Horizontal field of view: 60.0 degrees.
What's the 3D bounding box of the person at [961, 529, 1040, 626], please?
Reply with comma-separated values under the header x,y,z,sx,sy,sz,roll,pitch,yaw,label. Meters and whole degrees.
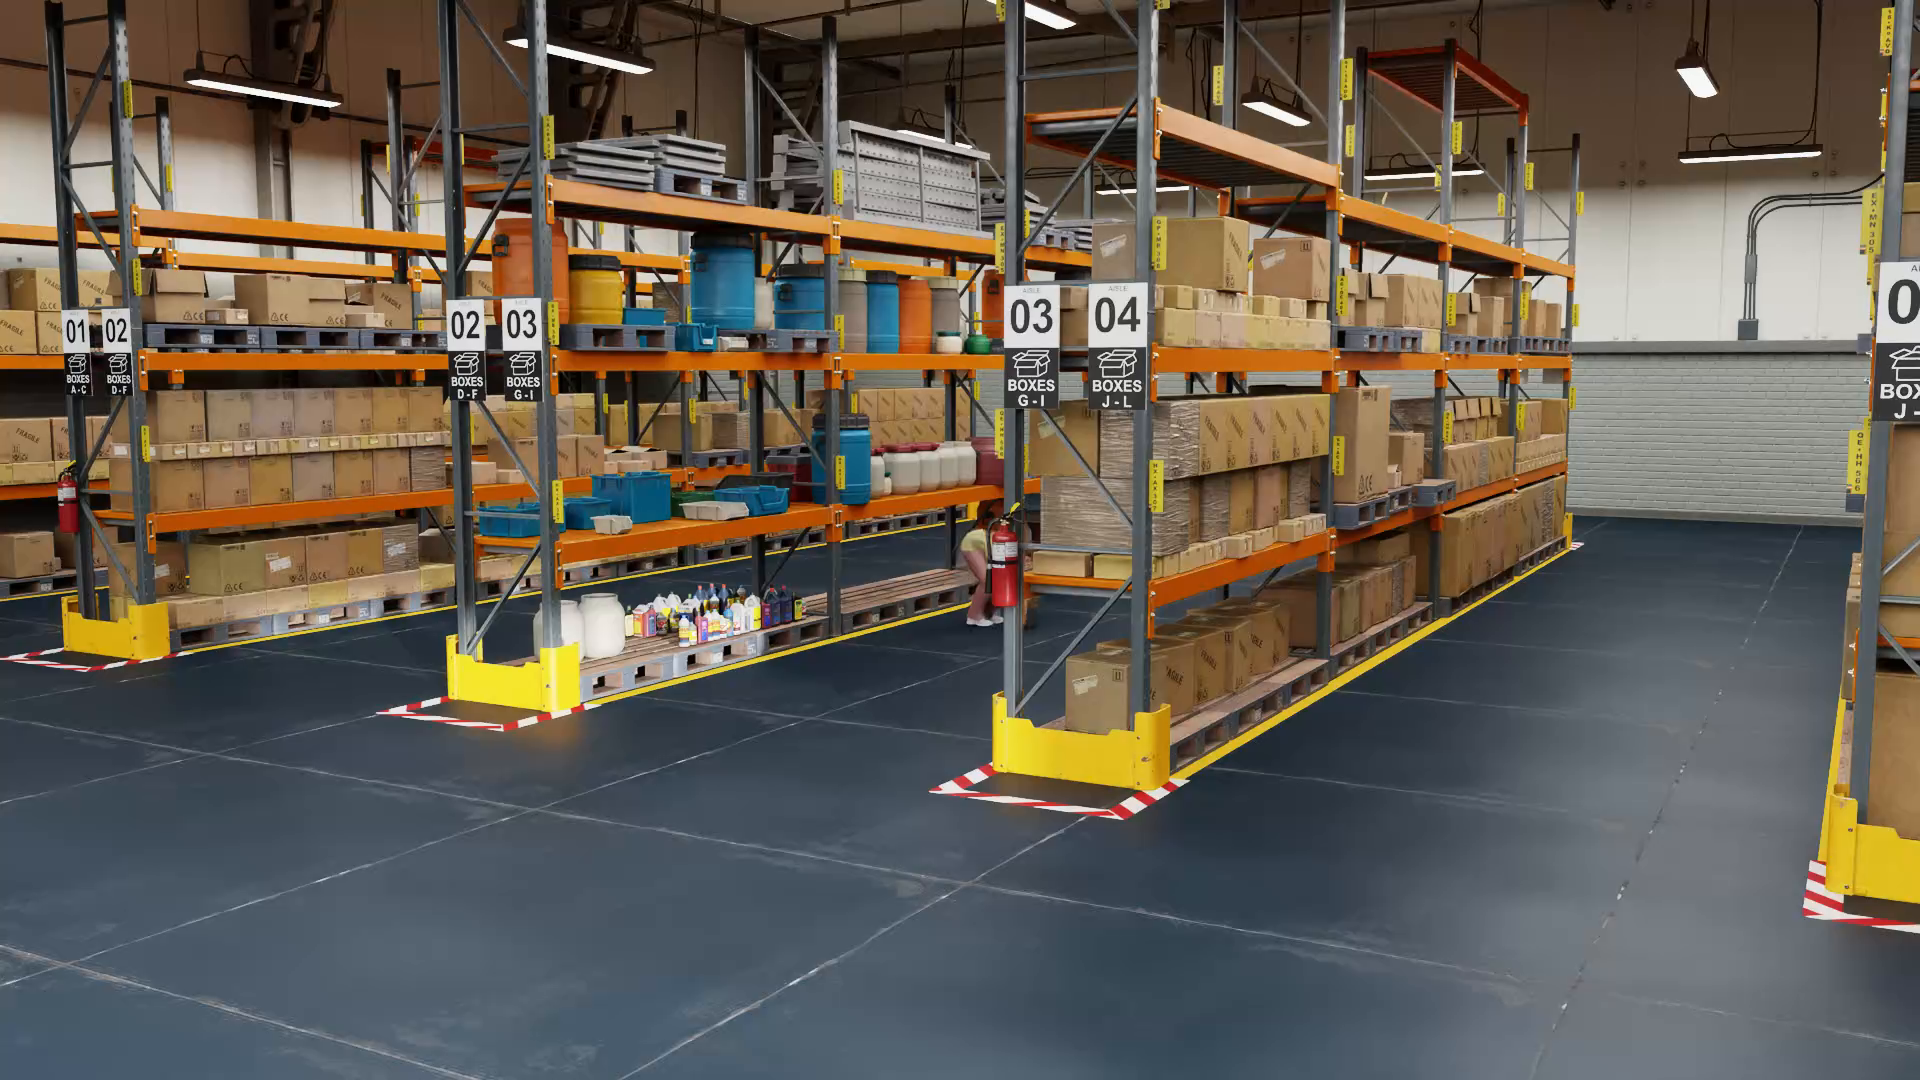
x,y,z,sx,sy,sz,roll,pitch,yaw,label
0.430,0.409,17.203,0.865,0.962,0.447,3,7,26,person
